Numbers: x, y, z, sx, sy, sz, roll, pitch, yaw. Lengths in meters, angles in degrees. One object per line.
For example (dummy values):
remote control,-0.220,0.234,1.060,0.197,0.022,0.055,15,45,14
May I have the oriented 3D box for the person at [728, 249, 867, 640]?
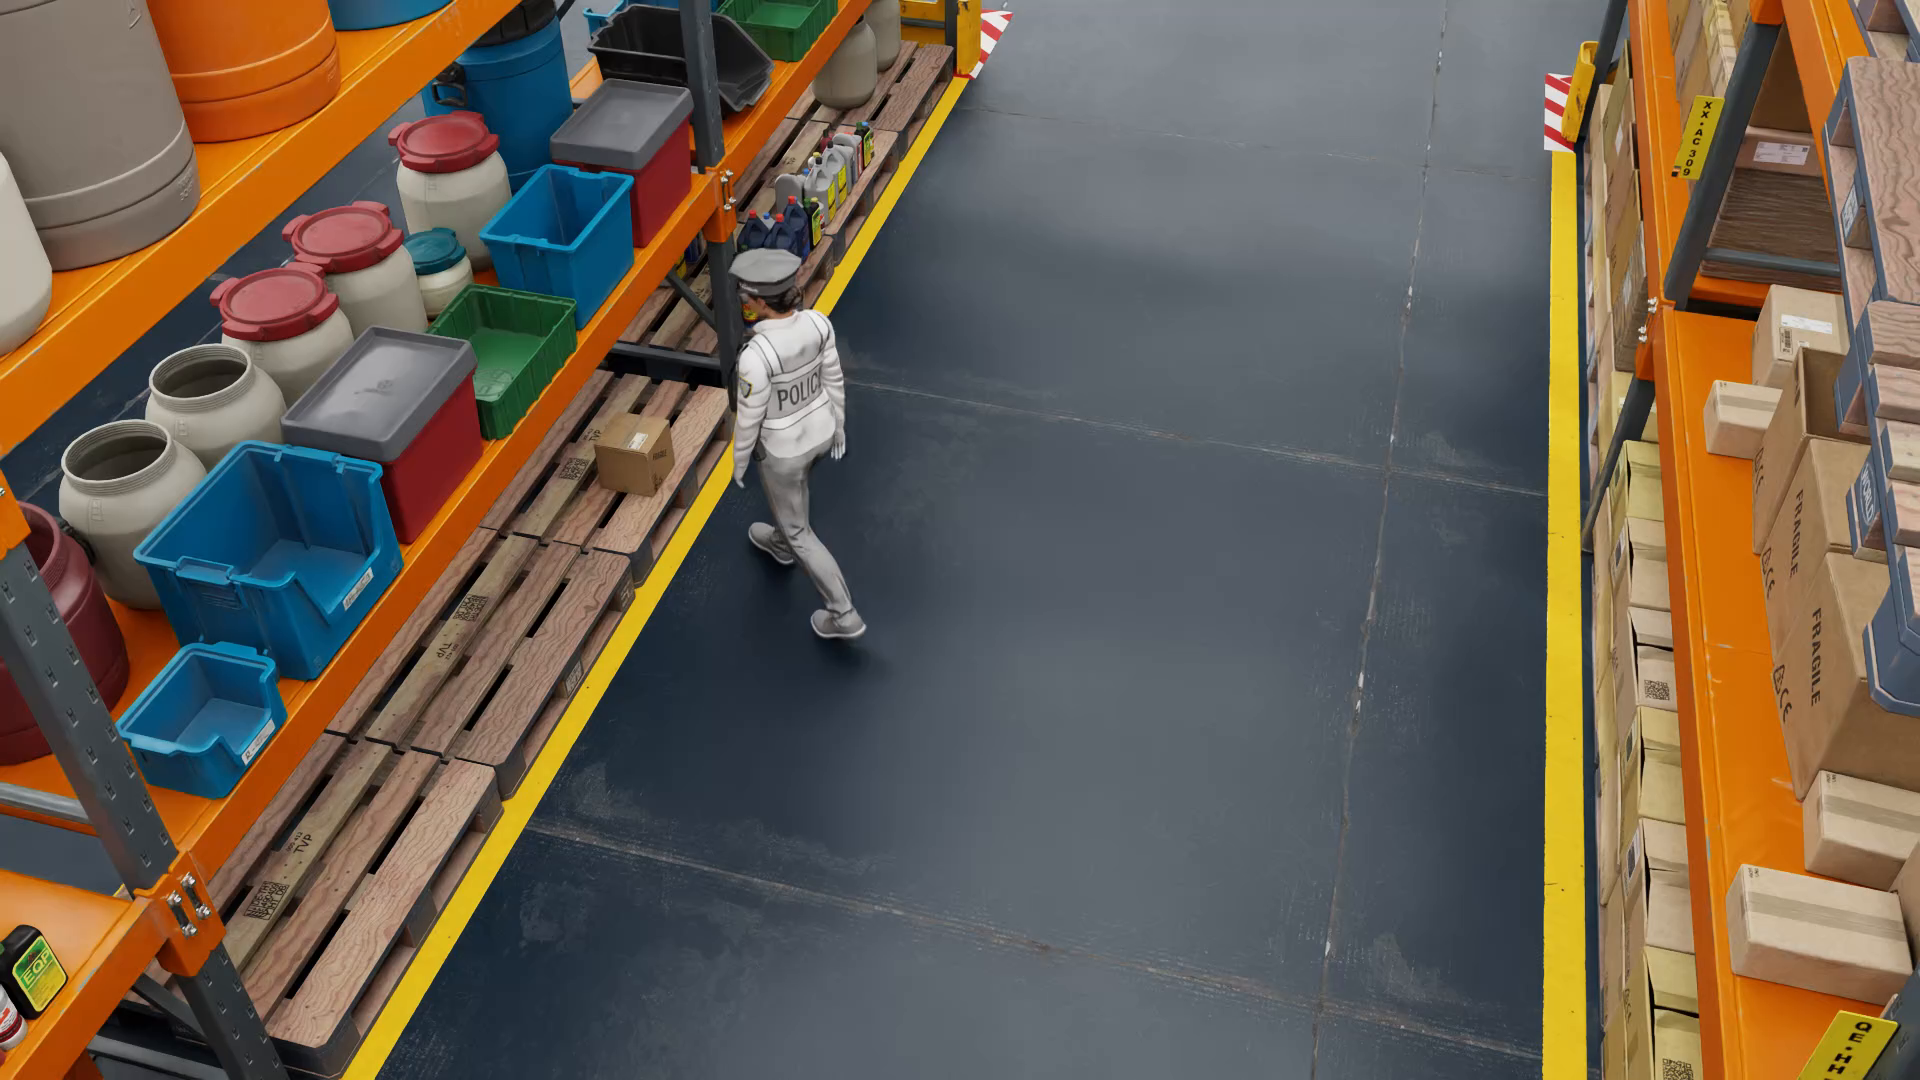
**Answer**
person,-0.667,-0.386,6.587,0.898,1.626,0.506,29,49,29
